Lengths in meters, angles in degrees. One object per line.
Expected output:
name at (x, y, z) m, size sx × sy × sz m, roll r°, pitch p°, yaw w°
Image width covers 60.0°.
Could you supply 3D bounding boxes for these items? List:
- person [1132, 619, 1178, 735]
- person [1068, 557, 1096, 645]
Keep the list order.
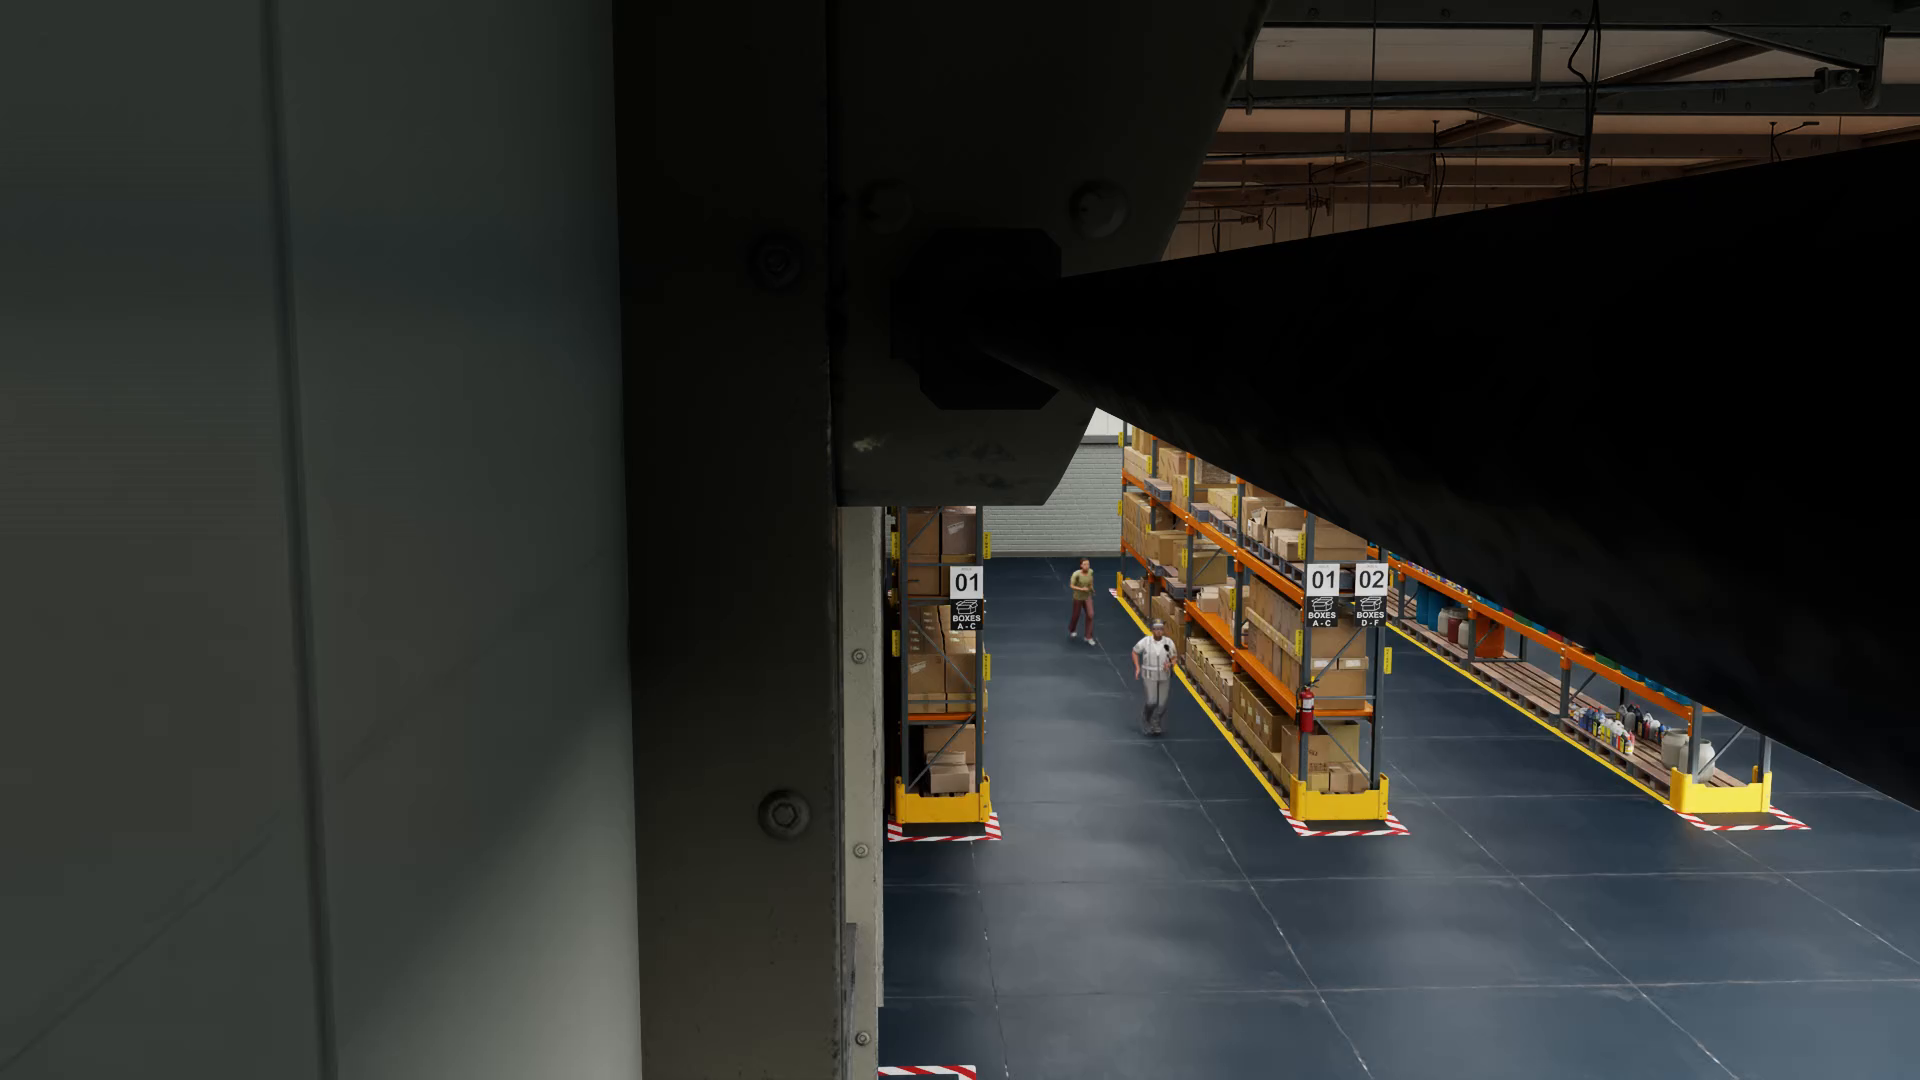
person at (2.900, 2.025, 24.492) m, size 0.642 × 1.754 × 0.655 m, roll -1°, pitch 8°, yaw -7°
person at (2.286, 1.113, 31.407) m, size 0.578 × 1.642 × 0.939 m, roll -3°, pitch 8°, yaw -17°
